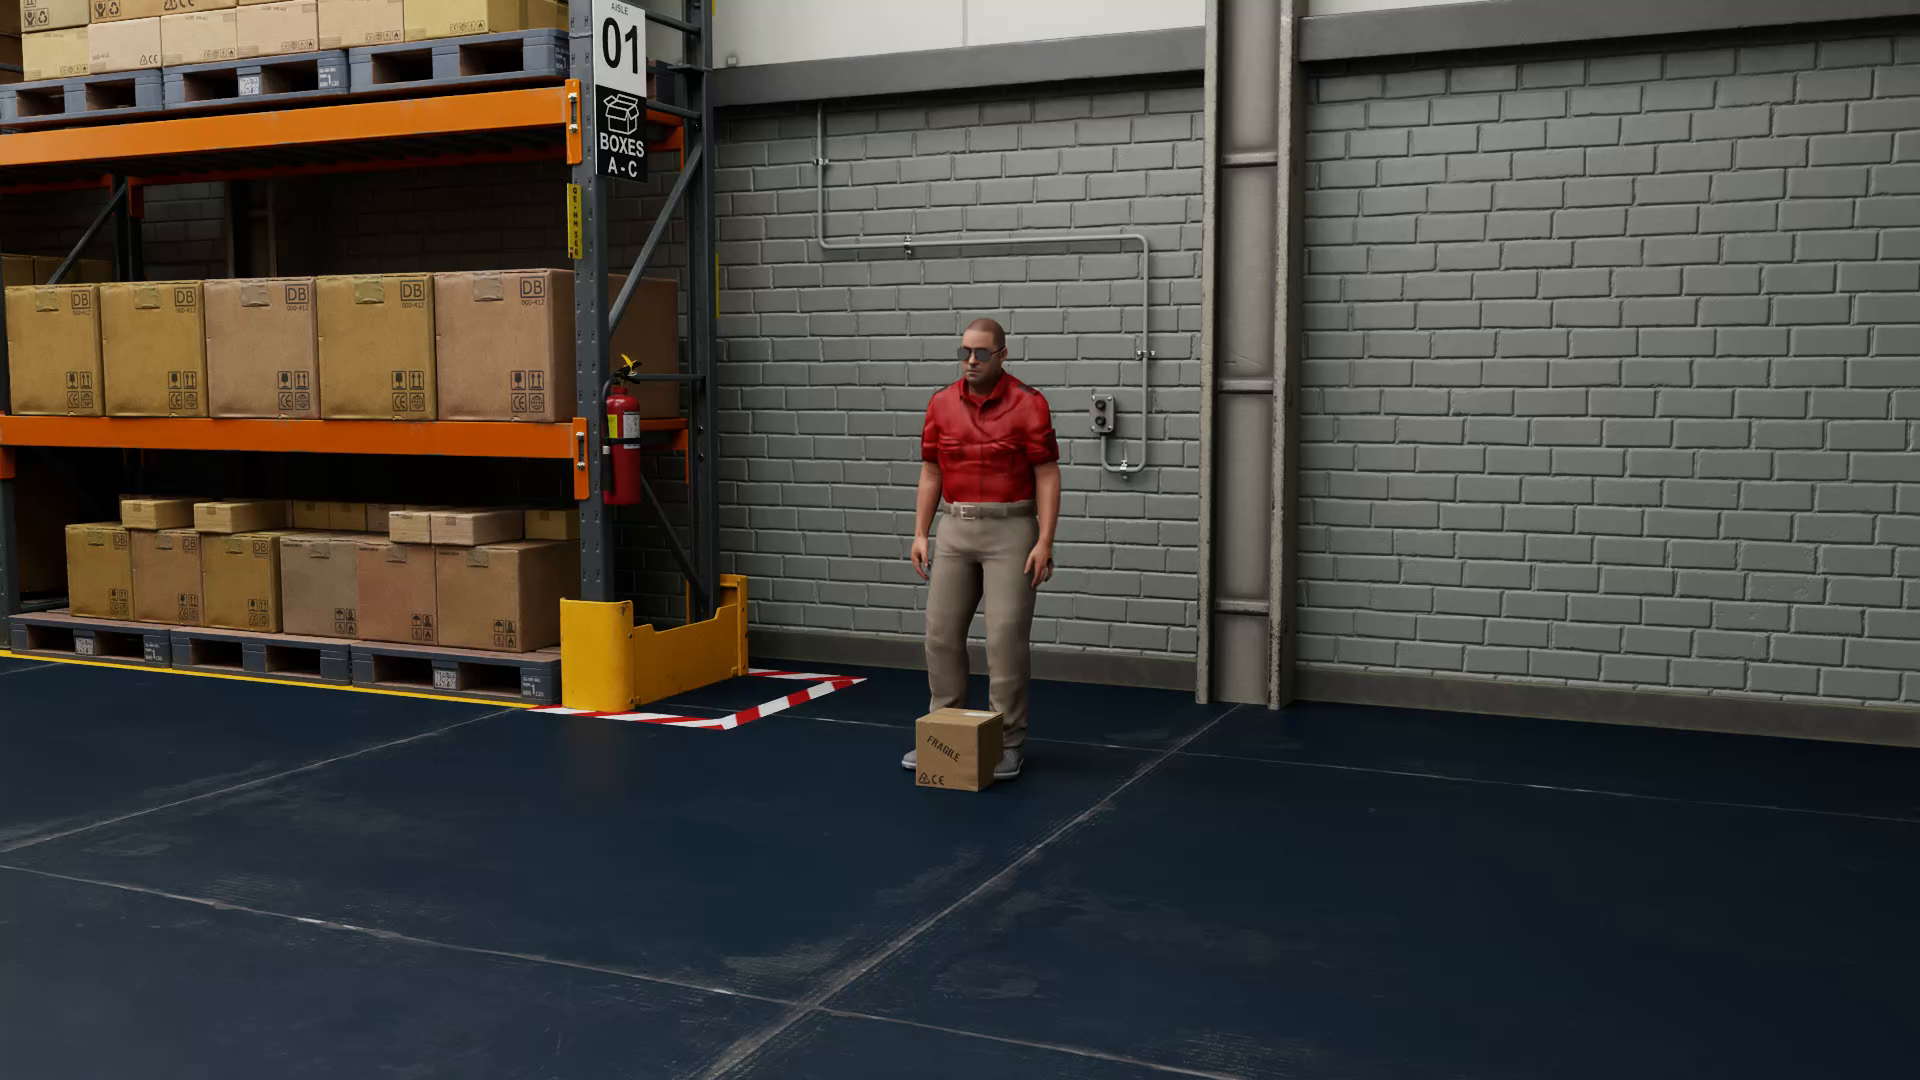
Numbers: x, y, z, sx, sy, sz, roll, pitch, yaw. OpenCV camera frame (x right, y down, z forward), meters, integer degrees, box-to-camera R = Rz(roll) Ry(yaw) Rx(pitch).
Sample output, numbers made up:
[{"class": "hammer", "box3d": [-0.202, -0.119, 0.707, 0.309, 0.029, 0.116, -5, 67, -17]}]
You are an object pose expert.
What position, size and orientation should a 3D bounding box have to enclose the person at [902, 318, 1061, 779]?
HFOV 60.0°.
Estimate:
[{"class": "person", "box3d": [0.087, 0.024, 6.358, 0.586, 1.727, 0.422, 2, 6, 23]}]
